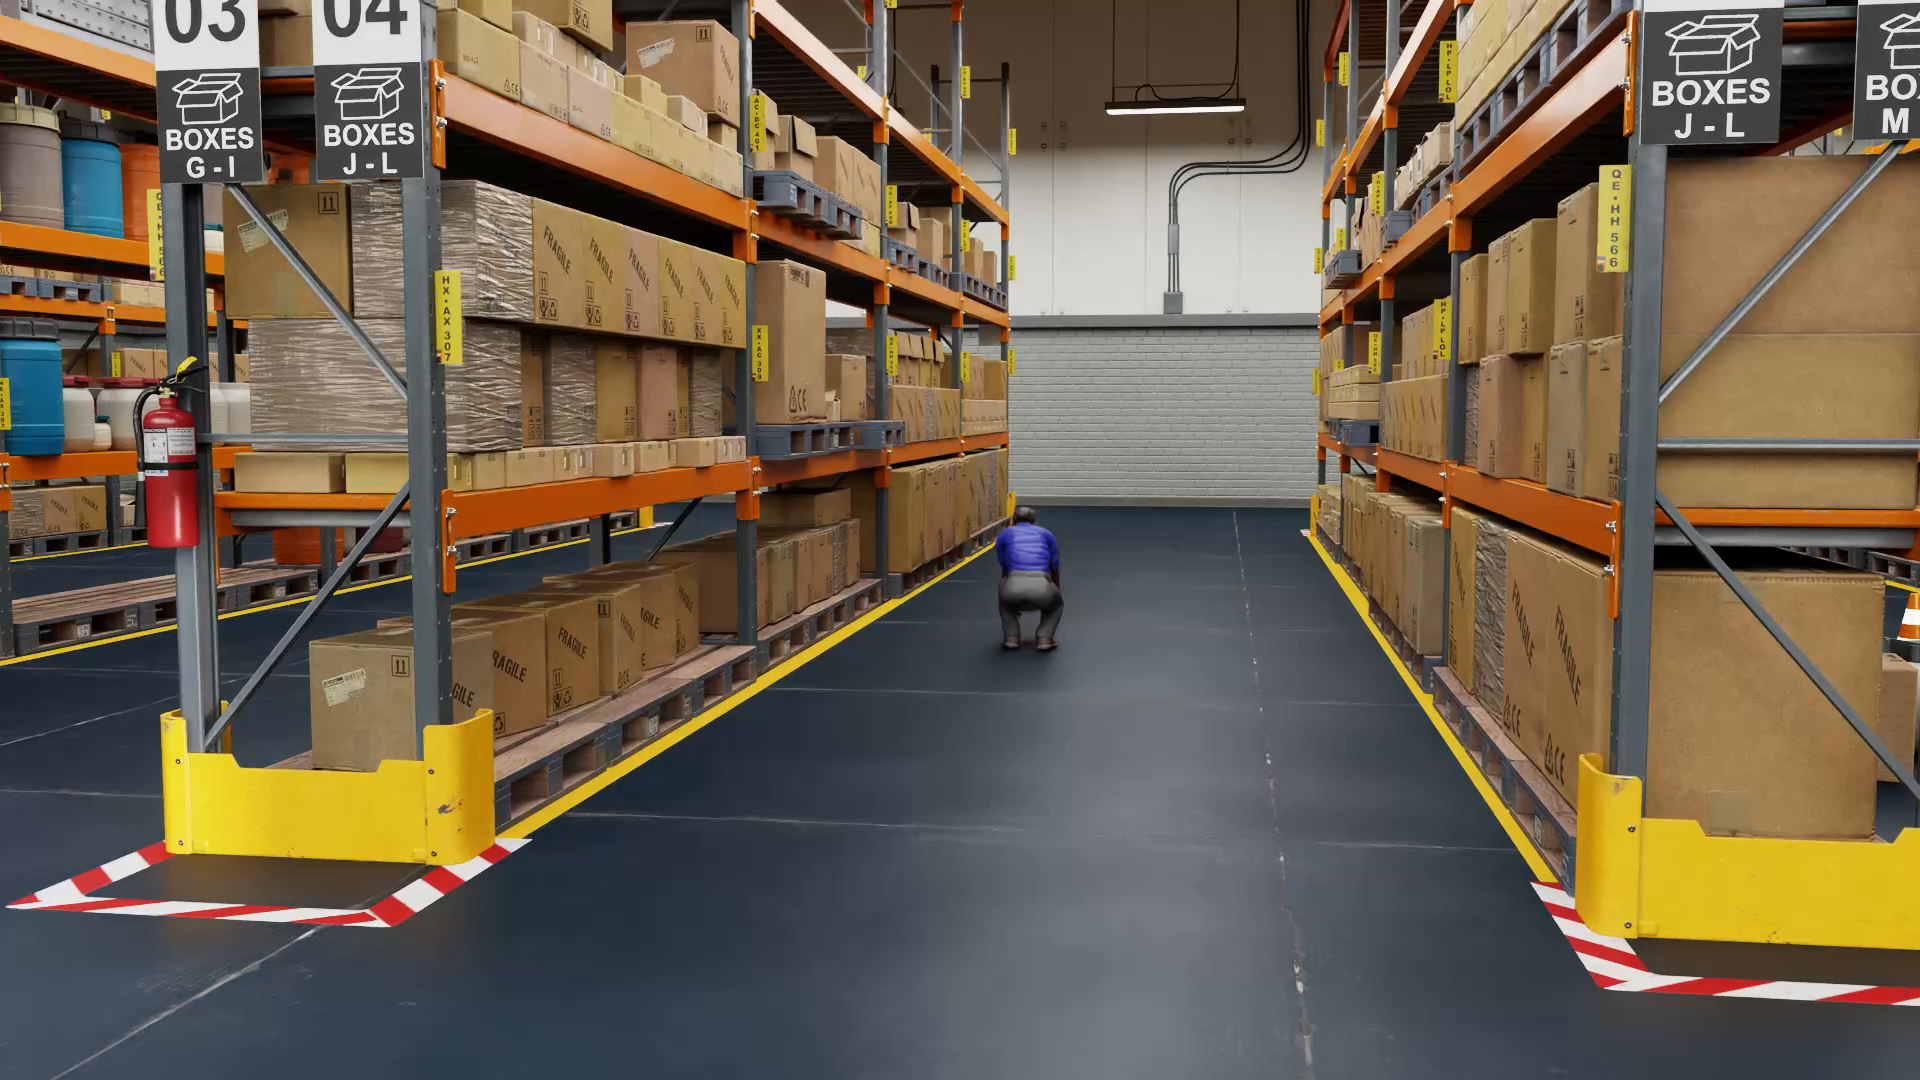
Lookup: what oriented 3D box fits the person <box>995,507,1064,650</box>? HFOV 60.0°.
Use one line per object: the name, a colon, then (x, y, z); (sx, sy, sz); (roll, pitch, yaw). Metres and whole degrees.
person: (0.469, 0.257, 11.325); (0.468, 0.942, 0.844); (1, 5, 8)
